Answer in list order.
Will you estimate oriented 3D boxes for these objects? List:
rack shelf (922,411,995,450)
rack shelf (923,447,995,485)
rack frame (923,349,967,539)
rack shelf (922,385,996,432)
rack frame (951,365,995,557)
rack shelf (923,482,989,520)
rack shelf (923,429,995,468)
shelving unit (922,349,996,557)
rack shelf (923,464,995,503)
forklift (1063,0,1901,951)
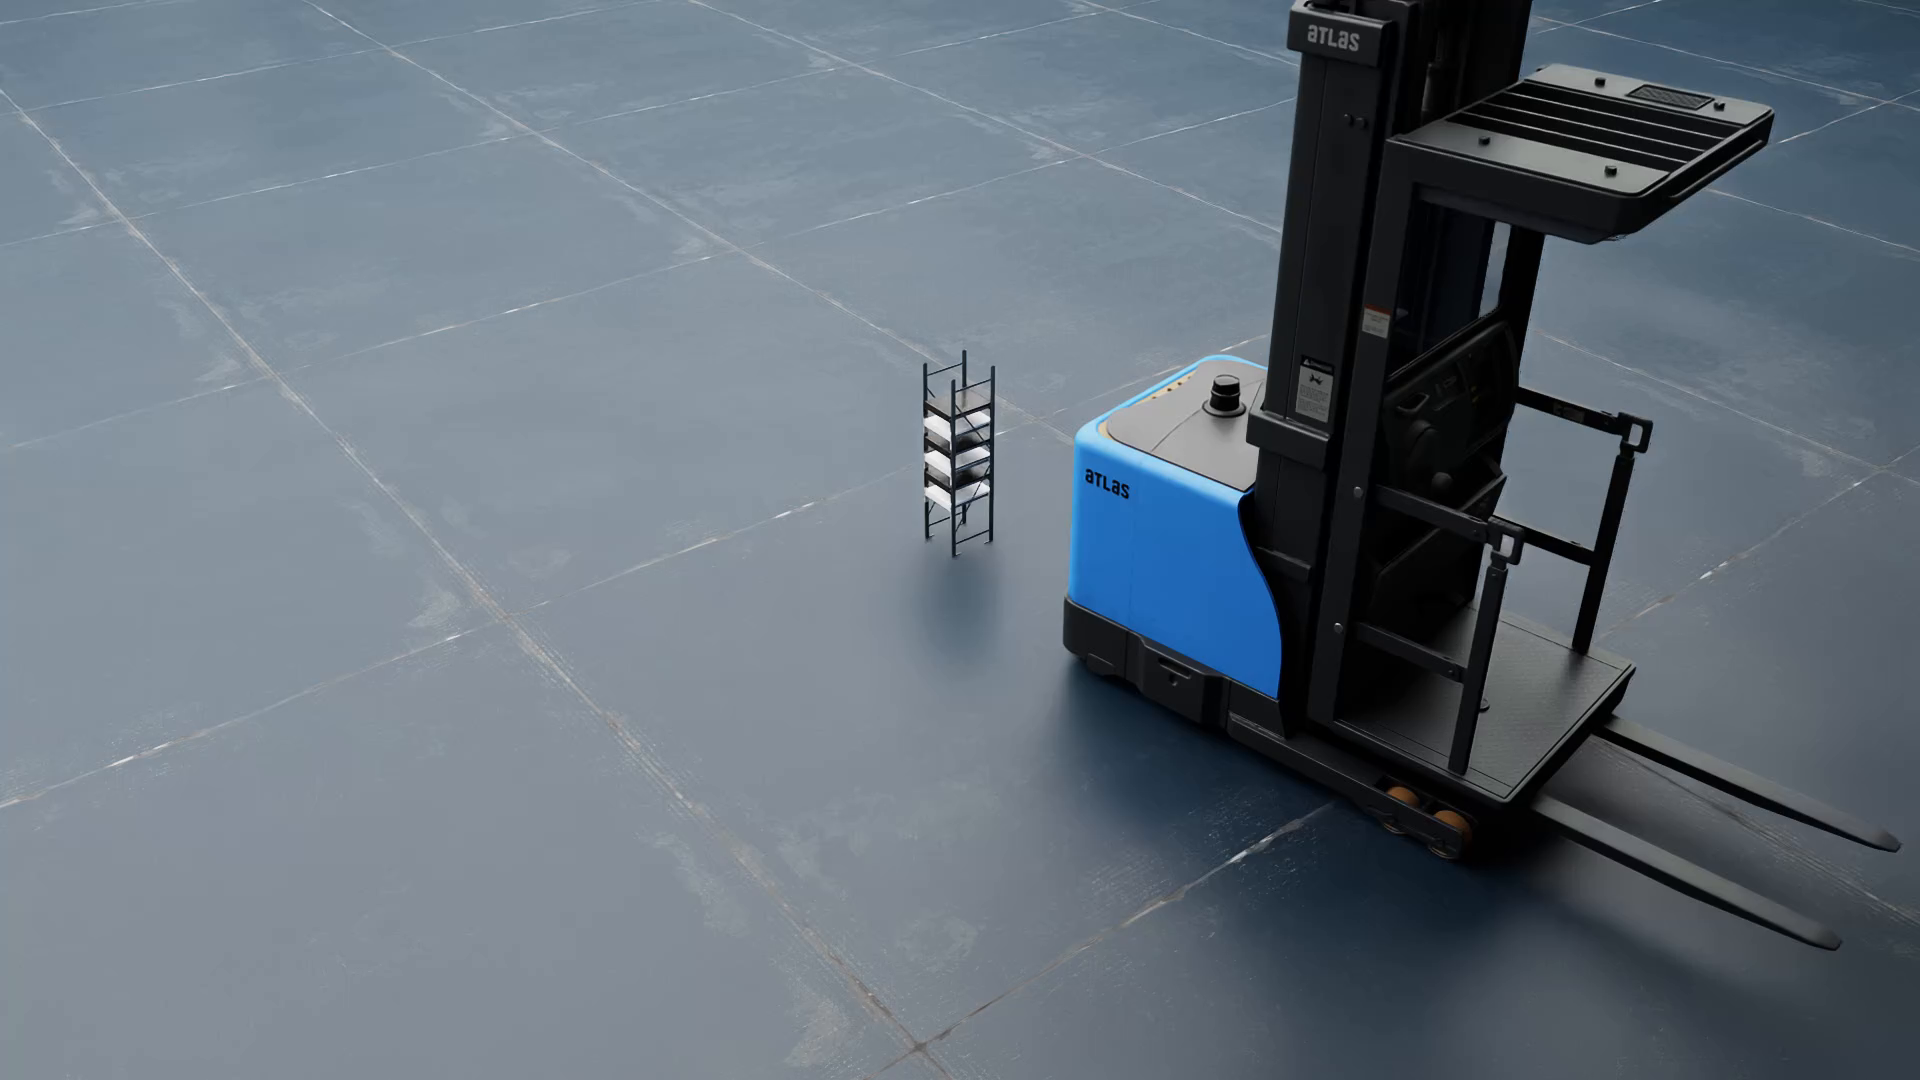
[{"bbox_3d":[-0.005,-0.510,7.441,0.258,0.077,0.200,-22,38,-31],"label":"rack shelf"},{"bbox_3d":[-0.005,-0.357,7.536,0.258,0.077,0.200,-22,38,-31],"label":"rack shelf"},{"bbox_3d":[-0.067,-0.428,7.586,0.240,0.900,0.006,-22,38,-31],"label":"rack frame"},{"bbox_3d":[-0.005,-0.587,7.393,0.258,0.077,0.200,-22,38,-31],"label":"rack shelf"},{"bbox_3d":[0.057,-0.343,7.450,0.240,0.900,0.006,-22,38,-31],"label":"rack frame"},{"bbox_3d":[-0.005,-0.204,7.631,0.258,0.077,0.200,-22,38,-31],"label":"rack shelf"},{"bbox_3d":[-0.005,-0.434,7.488,0.258,0.077,0.200,-22,38,-31],"label":"rack shelf"},{"bbox_3d":[-0.005,-0.386,7.518,0.258,0.900,0.210,-22,38,-31],"label":"shelving unit"},{"bbox_3d":[-0.005,-0.281,7.583,0.258,0.077,0.200,-22,38,-31],"label":"rack shelf"},{"bbox_3d":[1.860,-0.426,5.659,3.031,2.935,1.130,25,40,35],"label":"forklift"}]
